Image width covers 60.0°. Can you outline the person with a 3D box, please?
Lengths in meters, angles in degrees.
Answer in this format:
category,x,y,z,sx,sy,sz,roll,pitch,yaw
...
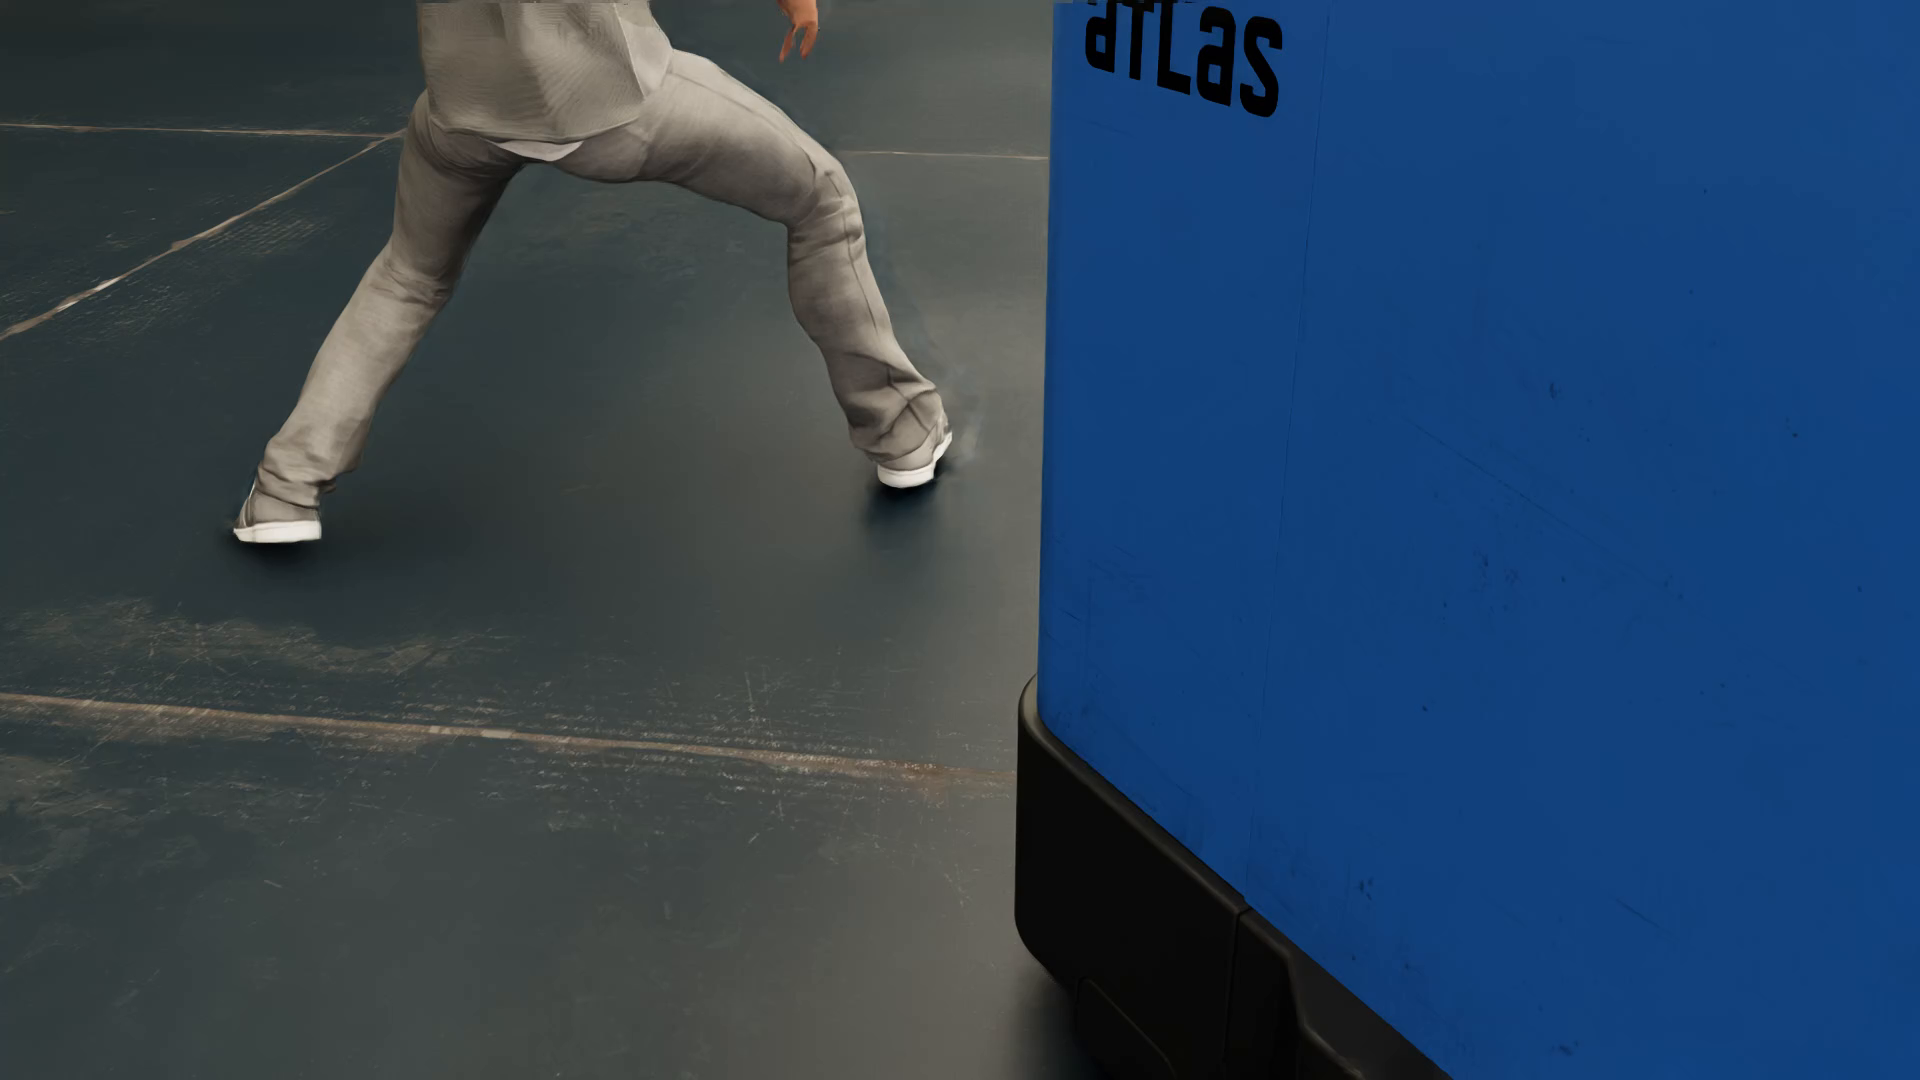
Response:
category,x,y,z,sx,sy,sz,roll,pitch,yaw
person,-0.557,-0.691,2.342,0.925,1.434,0.874,12,29,23
